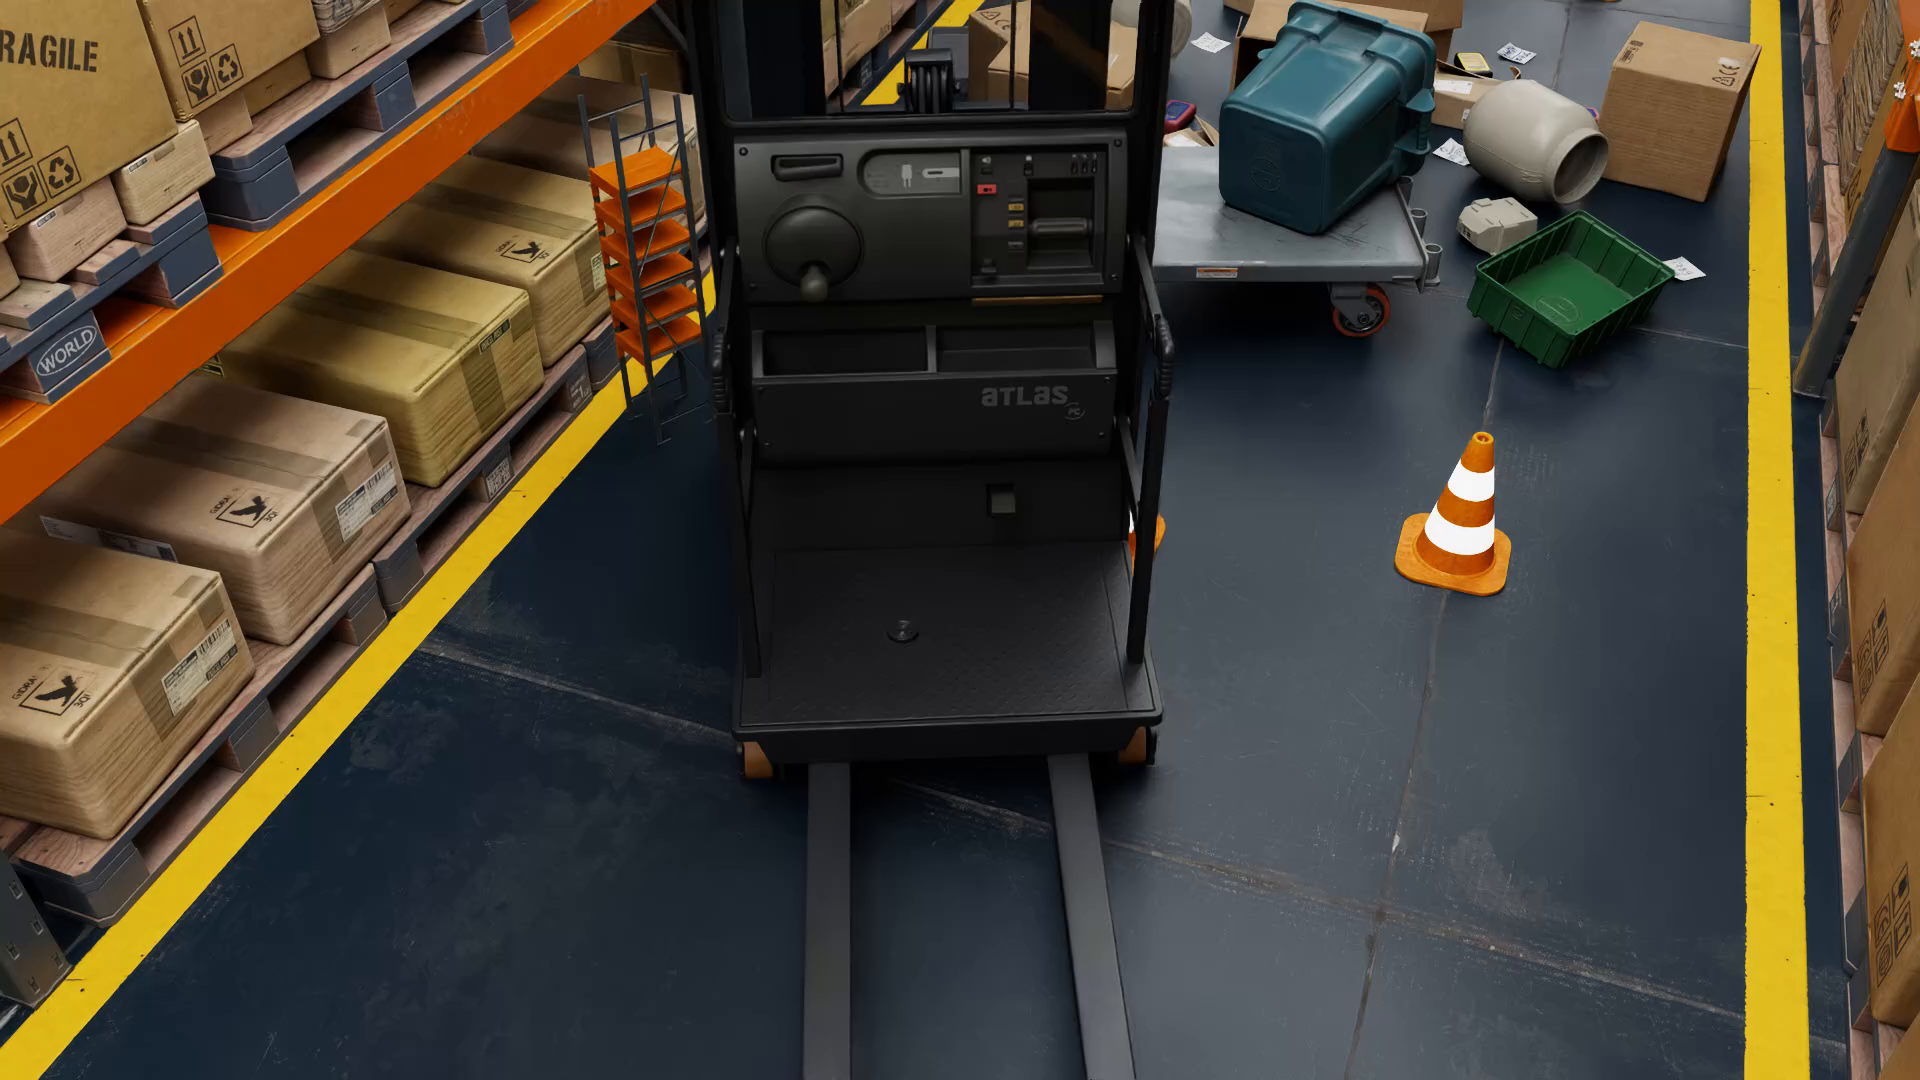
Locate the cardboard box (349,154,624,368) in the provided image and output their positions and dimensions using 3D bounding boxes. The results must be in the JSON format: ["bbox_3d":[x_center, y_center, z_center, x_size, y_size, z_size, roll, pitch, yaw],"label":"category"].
[{"bbox_3d":[-1.689,-1.014,5.828,0.950,0.372,0.625,16,43,18],"label":"cardboard box"}]

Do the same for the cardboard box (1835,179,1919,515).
[{"bbox_3d":[3.289,-0.482,4.914,1.050,0.750,0.750,13,42,15],"label":"cardboard box"}]

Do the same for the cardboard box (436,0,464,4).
[{"bbox_3d":[-1.549,-1.684,4.782,0.380,0.149,0.250,13,42,15],"label":"cardboard box"}]

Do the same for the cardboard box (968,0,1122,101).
[{"bbox_3d":[0.375,-2.015,7.225,0.500,0.500,0.500,-21,45,-22],"label":"cardboard box"}]

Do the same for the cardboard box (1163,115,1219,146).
[{"bbox_3d":[1.026,-1.594,6.914,0.258,0.266,0.396,-13,42,-15],"label":"cardboard box"}]

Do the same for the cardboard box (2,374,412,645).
[{"bbox_3d":[-2.190,-0.128,4.790,0.950,0.372,0.625,13,42,14],"label":"cardboard box"}]

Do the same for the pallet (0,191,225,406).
[{"bbox_3d":[-2.494,-0.559,3.742,1.213,0.211,1.003,13,42,15],"label":"pallet"}]

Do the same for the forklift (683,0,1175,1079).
[{"bbox_3d":[-0.053,-0.691,3.802,1.130,2.935,3.031,-2,41,-2],"label":"forklift"}]

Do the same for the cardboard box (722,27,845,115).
[{"bbox_3d":[-0.814,-2.027,7.110,0.500,0.250,0.500,11,42,13],"label":"cardboard box"}]

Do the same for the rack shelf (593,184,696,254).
[{"bbox_3d":[-0.989,-1.019,5.219,0.258,0.103,0.180,-29,48,-29],"label":"rack shelf"}]

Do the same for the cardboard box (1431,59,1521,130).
[{"bbox_3d":[2.273,-1.994,7.382,0.396,0.266,0.258,21,45,22],"label":"cardboard box"}]

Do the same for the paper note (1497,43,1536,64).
[{"bbox_3d":[2.667,-2.332,7.961,0.144,0.017,0.142,29,48,29],"label":"paper note"}]

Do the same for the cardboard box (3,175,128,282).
[{"bbox_3d":[-2.087,-0.717,3.649,0.380,0.149,0.250,11,42,12],"label":"cardboard box"}]

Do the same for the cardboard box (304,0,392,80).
[{"bbox_3d":[-1.753,-1.370,4.415,0.380,0.149,0.250,15,43,16],"label":"cardboard box"}]

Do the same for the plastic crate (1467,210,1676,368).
[{"bbox_3d":[2.245,-0.925,6.146,0.662,0.188,0.450,-29,58,-29],"label":"plastic crate"}]

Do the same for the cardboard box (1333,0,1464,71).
[{"bbox_3d":[1.877,-2.470,7.758,0.797,0.503,0.637,-13,42,-15],"label":"cardboard box"}]

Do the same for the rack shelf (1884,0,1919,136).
[{"bbox_3d":[4.100,-2.523,6.450,1.077,0.370,4.000,13,42,15],"label":"rack shelf"}]

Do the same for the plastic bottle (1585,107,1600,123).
[{"bbox_3d":[2.695,-1.873,7.398,0.283,0.061,0.133,0,40,0],"label":"plastic bottle"}]

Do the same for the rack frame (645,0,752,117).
[{"bbox_3d":[-1.270,-2.614,6.002,1.000,3.000,0.127,13,42,15],"label":"rack frame"}]

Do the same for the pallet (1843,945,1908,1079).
[{"bbox_3d":[2.389,1.460,3.376,1.003,0.211,1.213,13,42,15],"label":"pallet"}]

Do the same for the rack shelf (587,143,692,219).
[{"bbox_3d":[-0.989,-1.111,5.141,0.258,0.103,0.180,-29,48,-29],"label":"rack shelf"}]

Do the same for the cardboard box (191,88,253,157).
[{"bbox_3d":[-1.964,-1.044,4.033,0.380,0.149,0.250,16,43,18],"label":"cardboard box"}]

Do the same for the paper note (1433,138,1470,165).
[{"bbox_3d":[2.161,-1.679,7.200,0.172,0.023,0.155,29,48,29],"label":"paper note"}]

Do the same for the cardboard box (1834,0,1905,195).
[{"bbox_3d":[4.002,-1.847,6.417,0.875,0.875,0.875,14,42,15],"label":"cardboard box"}]

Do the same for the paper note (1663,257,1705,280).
[{"bbox_3d":[2.795,-1.058,6.467,0.147,0.020,0.142,-13,42,-15],"label":"paper note"}]

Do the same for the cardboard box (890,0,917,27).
[{"bbox_3d":[-0.463,-2.679,7.874,0.500,0.250,0.500,13,42,15],"label":"cardboard box"}]

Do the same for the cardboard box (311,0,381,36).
[{"bbox_3d":[-1.741,-1.656,4.250,0.500,0.500,0.500,12,42,13],"label":"cardboard box"}]

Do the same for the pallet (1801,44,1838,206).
[{"bbox_3d":[4.166,-1.709,7.090,1.003,0.211,1.213,13,42,15],"label":"pallet"}]

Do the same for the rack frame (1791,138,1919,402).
[{"bbox_3d":[3.416,-1.577,4.787,1.000,3.000,0.127,13,42,15],"label":"rack frame"}]

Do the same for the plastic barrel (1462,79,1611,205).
[{"bbox_3d":[2.363,-1.629,6.833,0.421,0.421,0.512,-21,45,-22],"label":"plastic barrel"}]

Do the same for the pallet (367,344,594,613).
[{"bbox_3d":[-1.950,-0.331,5.475,1.003,0.211,1.213,13,42,15],"label":"pallet"}]

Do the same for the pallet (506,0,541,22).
[{"bbox_3d":[-1.668,-2.107,5.556,1.003,0.211,1.213,13,42,15],"label":"pallet"}]

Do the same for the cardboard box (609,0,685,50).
[{"bbox_3d":[-1.320,-2.433,7.008,0.500,0.500,0.500,13,42,14],"label":"cardboard box"}]

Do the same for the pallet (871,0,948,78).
[{"bbox_3d":[-0.658,-2.717,8.272,1.003,0.211,1.213,13,42,15],"label":"pallet"}]

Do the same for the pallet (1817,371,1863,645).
[{"bbox_3d":[3.223,-0.028,5.121,1.003,0.211,1.213,13,42,15],"label":"pallet"}]

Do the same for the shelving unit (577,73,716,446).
[{"bbox_3d":[-0.989,-0.871,5.346,0.258,1.200,0.189,-29,48,-29],"label":"shelving unit"}]

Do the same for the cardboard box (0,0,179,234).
[{"bbox_3d":[-2.095,-1.027,3.513,0.500,0.500,0.500,15,43,17],"label":"cardboard box"}]

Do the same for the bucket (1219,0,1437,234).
[{"bbox_3d":[1.296,-1.504,6.053,0.726,0.611,0.620,29,58,29],"label":"bucket"}]

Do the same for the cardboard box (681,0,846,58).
[{"bbox_3d":[-0.814,-2.312,6.867,0.500,0.500,0.500,15,43,17],"label":"cardboard box"}]

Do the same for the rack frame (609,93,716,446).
[{"bbox_3d":[-0.930,-0.825,5.293,0.240,1.200,0.006,-29,48,-29],"label":"rack frame"}]

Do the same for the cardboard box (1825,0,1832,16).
[{"bbox_3d":[4.614,-2.939,7.698,0.875,0.875,0.875,14,42,15],"label":"cardboard box"}]

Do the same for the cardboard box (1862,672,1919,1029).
[{"bbox_3d":[2.637,0.674,3.559,1.050,0.750,0.750,14,42,16],"label":"cardboard box"}]

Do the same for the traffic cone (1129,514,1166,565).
[{"bbox_3d":[0.462,-0.183,5.108,0.336,0.463,0.334,13,42,15],"label":"traffic cone"}]

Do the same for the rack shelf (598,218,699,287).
[{"bbox_3d":[-0.989,-0.928,5.297,0.258,0.103,0.180,-29,48,-29],"label":"rack shelf"}]
